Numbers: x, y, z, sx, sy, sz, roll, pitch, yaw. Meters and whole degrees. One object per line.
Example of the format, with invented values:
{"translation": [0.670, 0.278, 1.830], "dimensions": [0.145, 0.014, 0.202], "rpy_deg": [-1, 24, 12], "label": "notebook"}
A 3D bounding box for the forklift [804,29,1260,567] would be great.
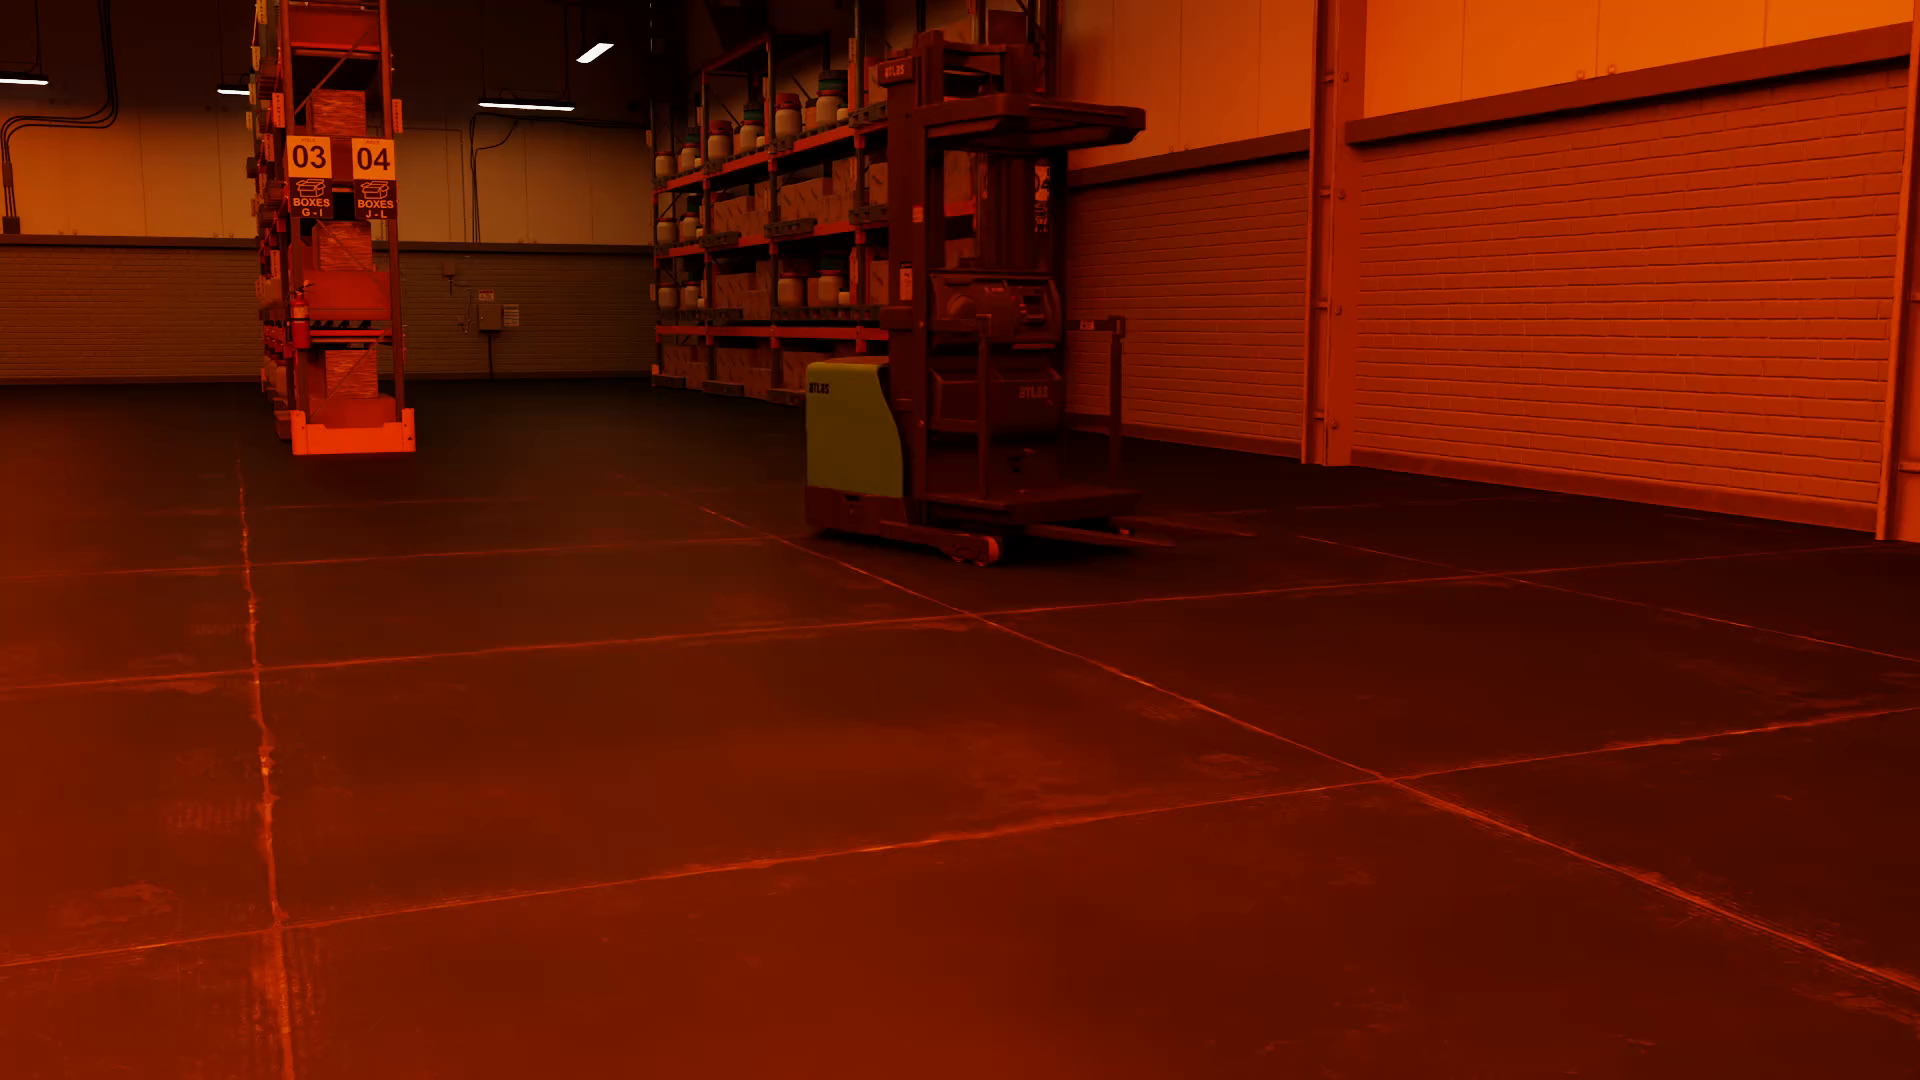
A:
{"translation": [0.348, -1.381, 9.415], "dimensions": [1.130, 2.935, 3.031], "rpy_deg": [-6, 10, -39], "label": "forklift"}
